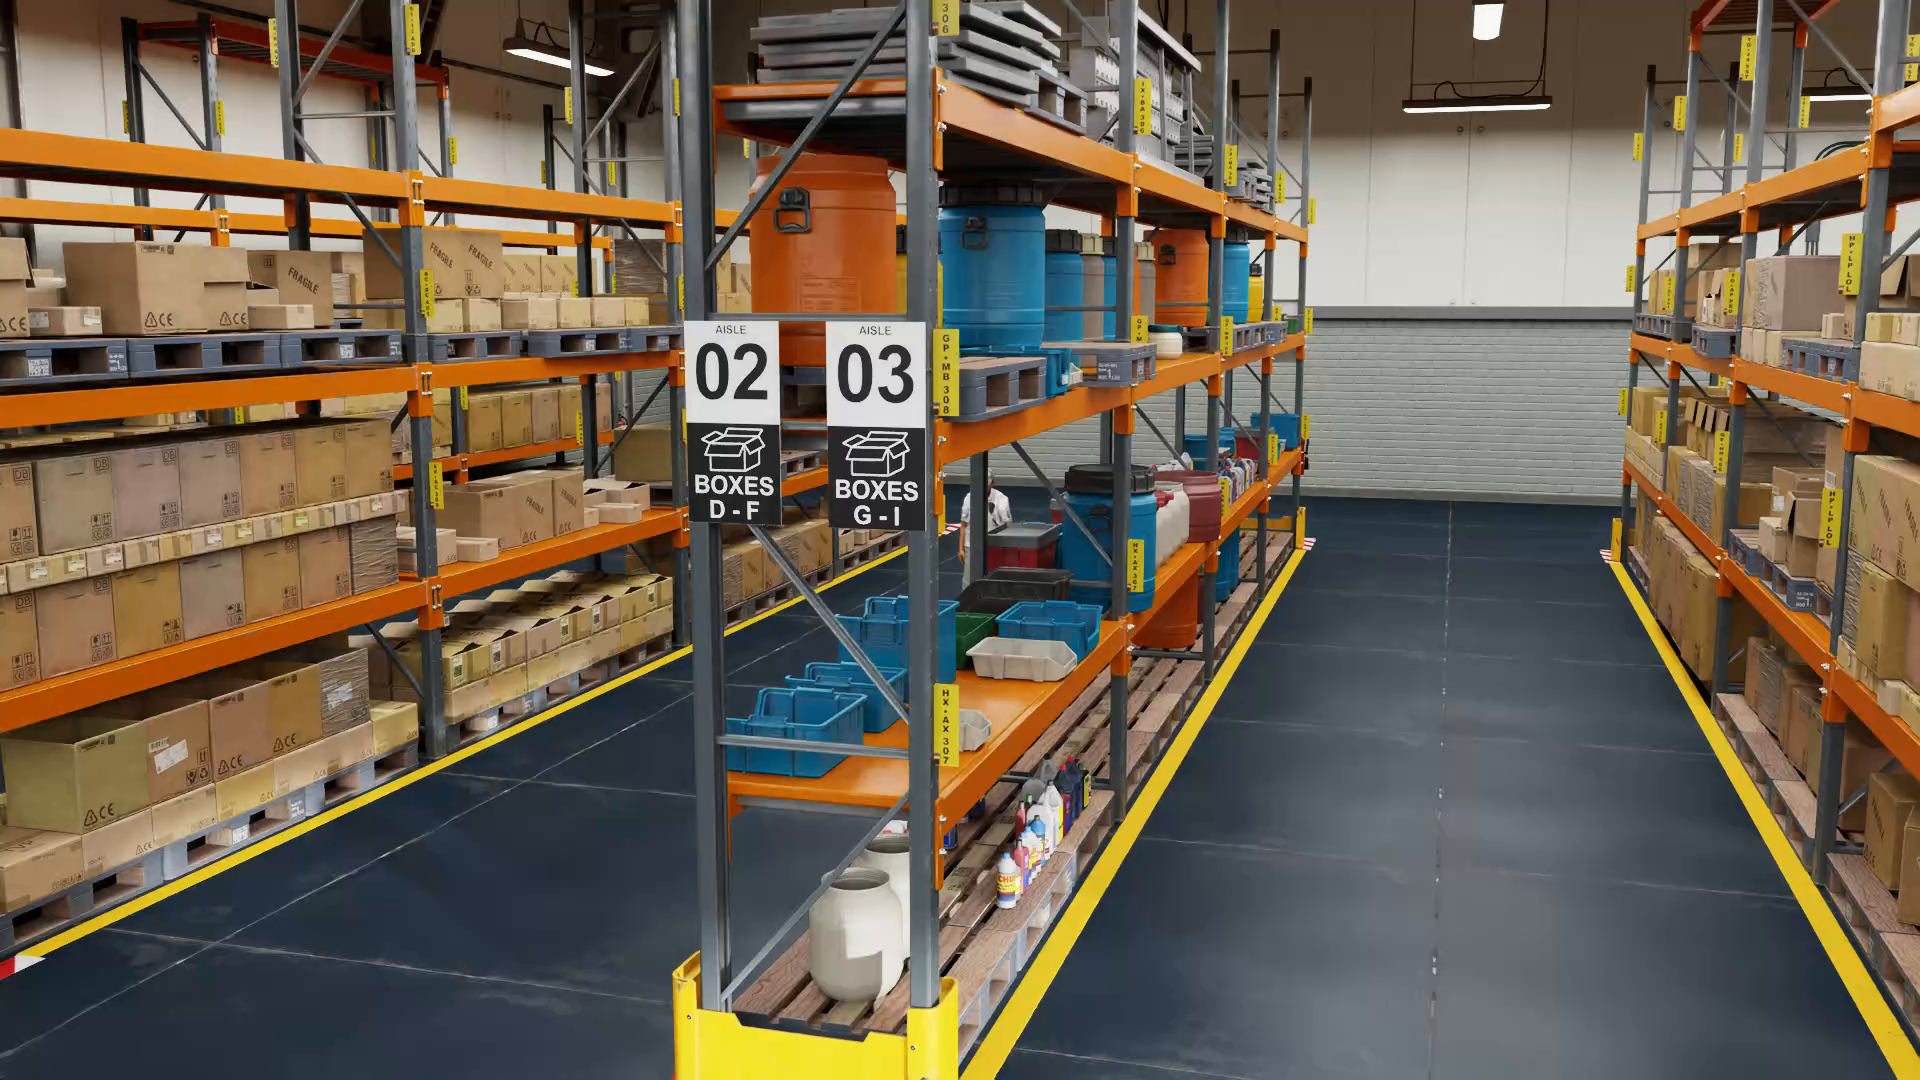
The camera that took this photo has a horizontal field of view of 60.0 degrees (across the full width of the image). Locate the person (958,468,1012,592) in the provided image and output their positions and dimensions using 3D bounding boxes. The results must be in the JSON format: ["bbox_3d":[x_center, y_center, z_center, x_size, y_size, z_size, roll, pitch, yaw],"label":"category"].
[{"bbox_3d":[0.230,0.123,15.990,0.537,1.666,0.468,3,9,16],"label":"person"}]
